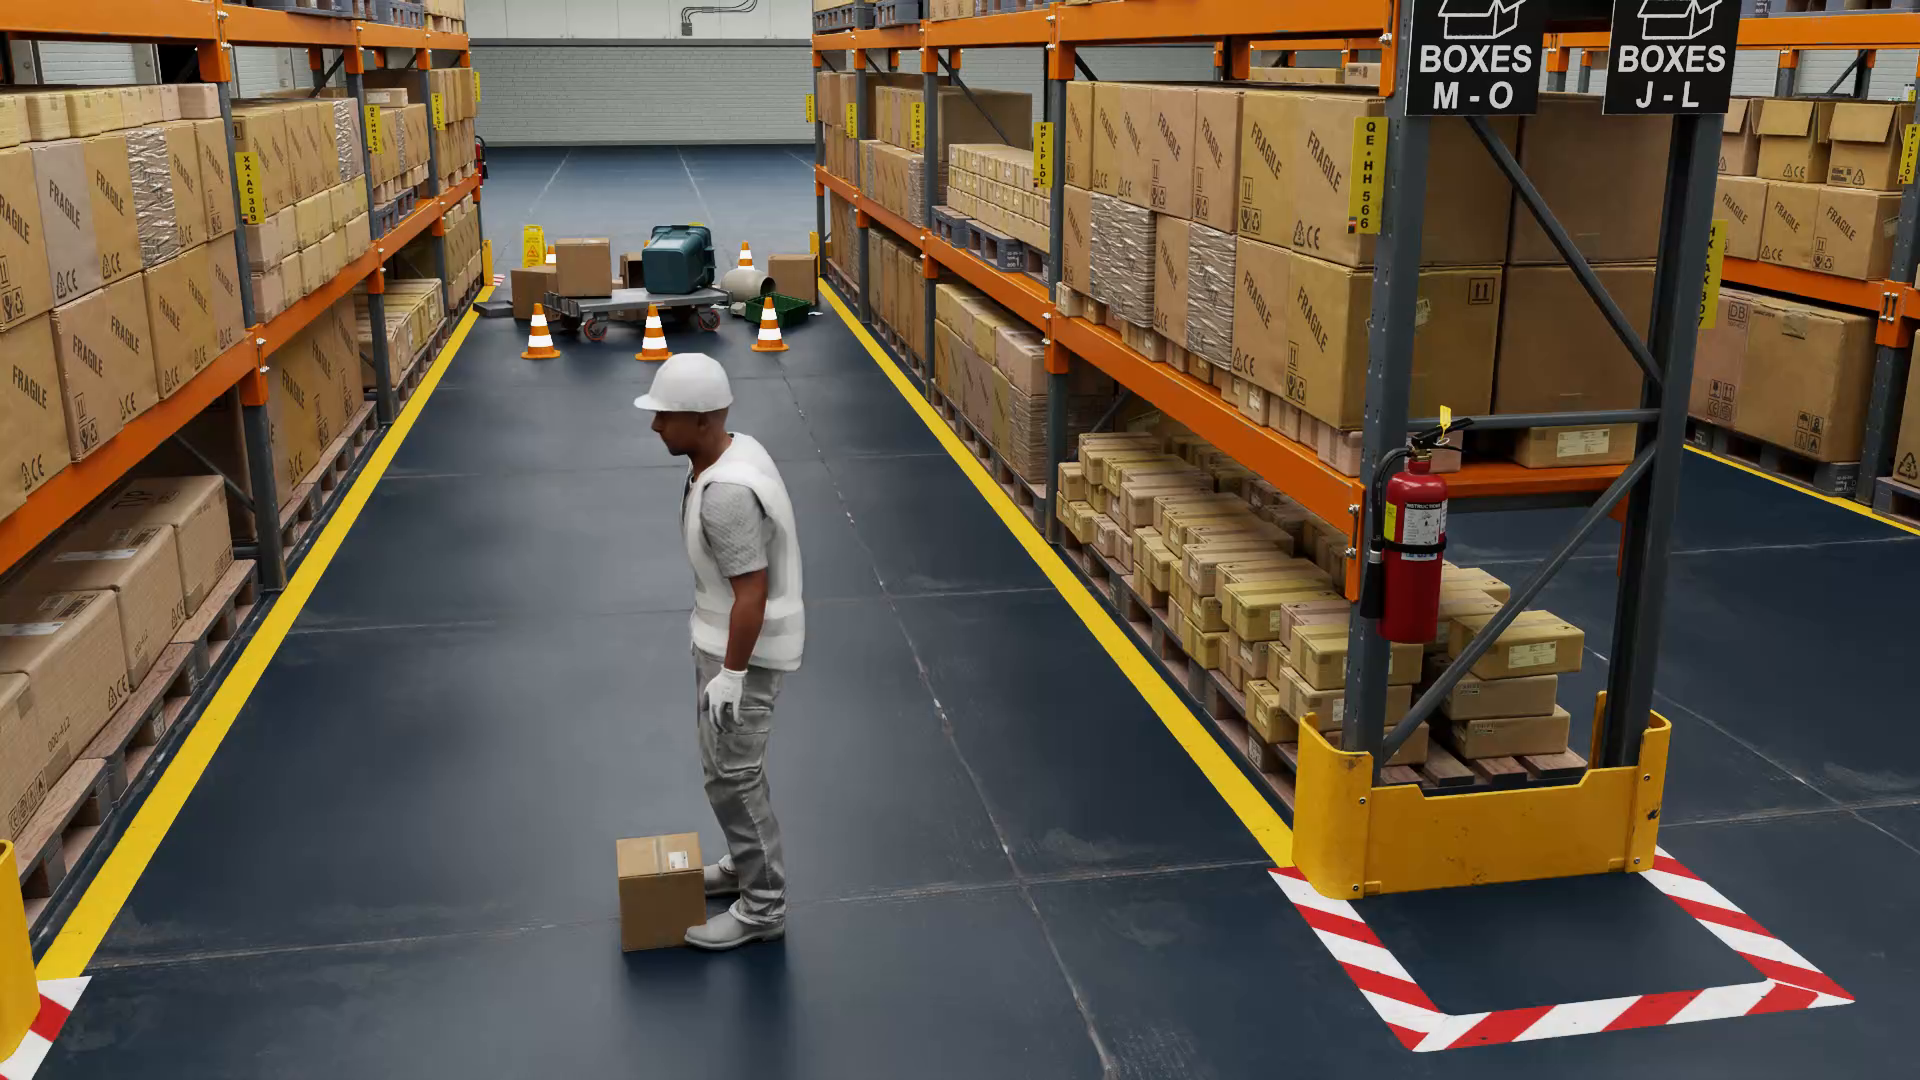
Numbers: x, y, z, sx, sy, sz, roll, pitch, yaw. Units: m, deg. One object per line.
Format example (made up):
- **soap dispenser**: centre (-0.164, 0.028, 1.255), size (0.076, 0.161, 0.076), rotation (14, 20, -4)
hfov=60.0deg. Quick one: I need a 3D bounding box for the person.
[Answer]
- **person**: centre (-0.690, 0.323, 4.902), size (0.454, 1.774, 0.624), rotation (-3, 17, -11)
